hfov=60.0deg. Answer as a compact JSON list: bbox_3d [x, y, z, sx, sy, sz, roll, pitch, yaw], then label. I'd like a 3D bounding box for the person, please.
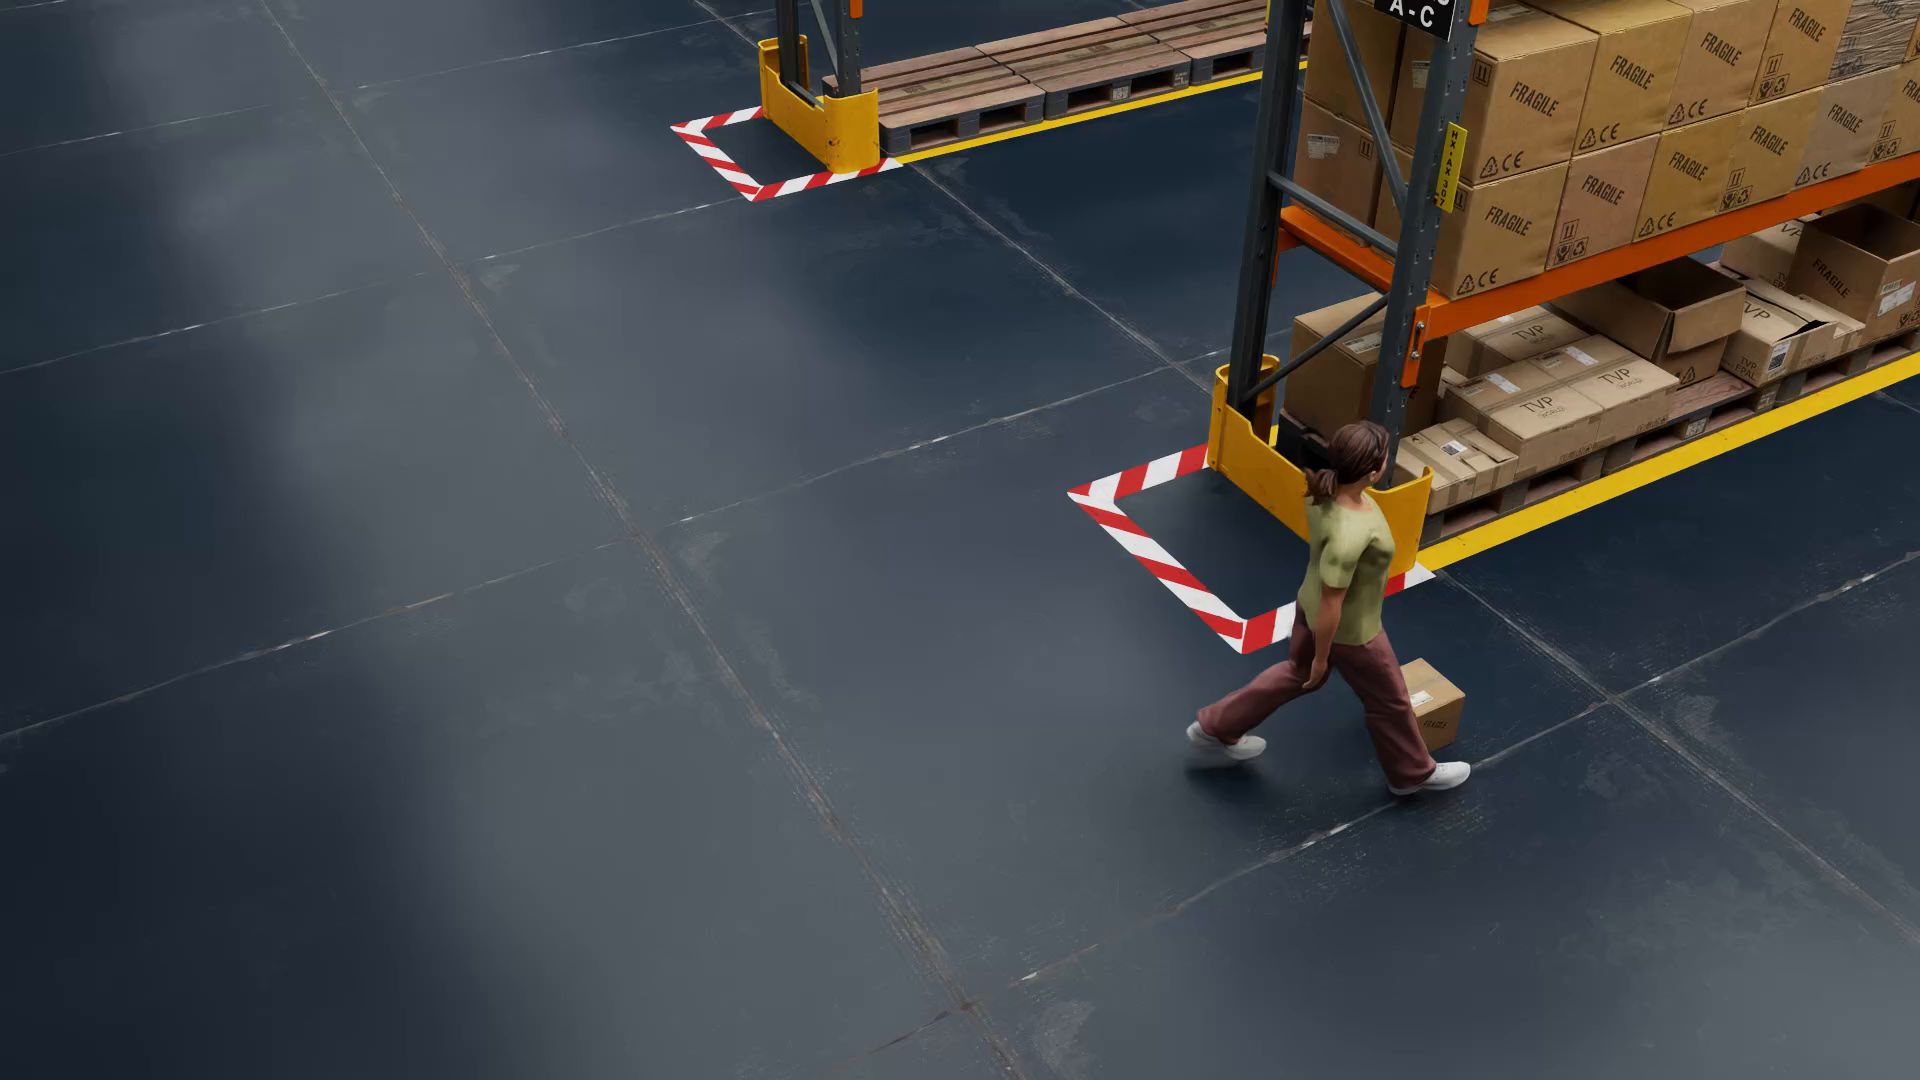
[{"bbox_3d":[1.383,0.252,5.851,1.028,1.617,0.459,-3,37,-4],"label":"person"}]
